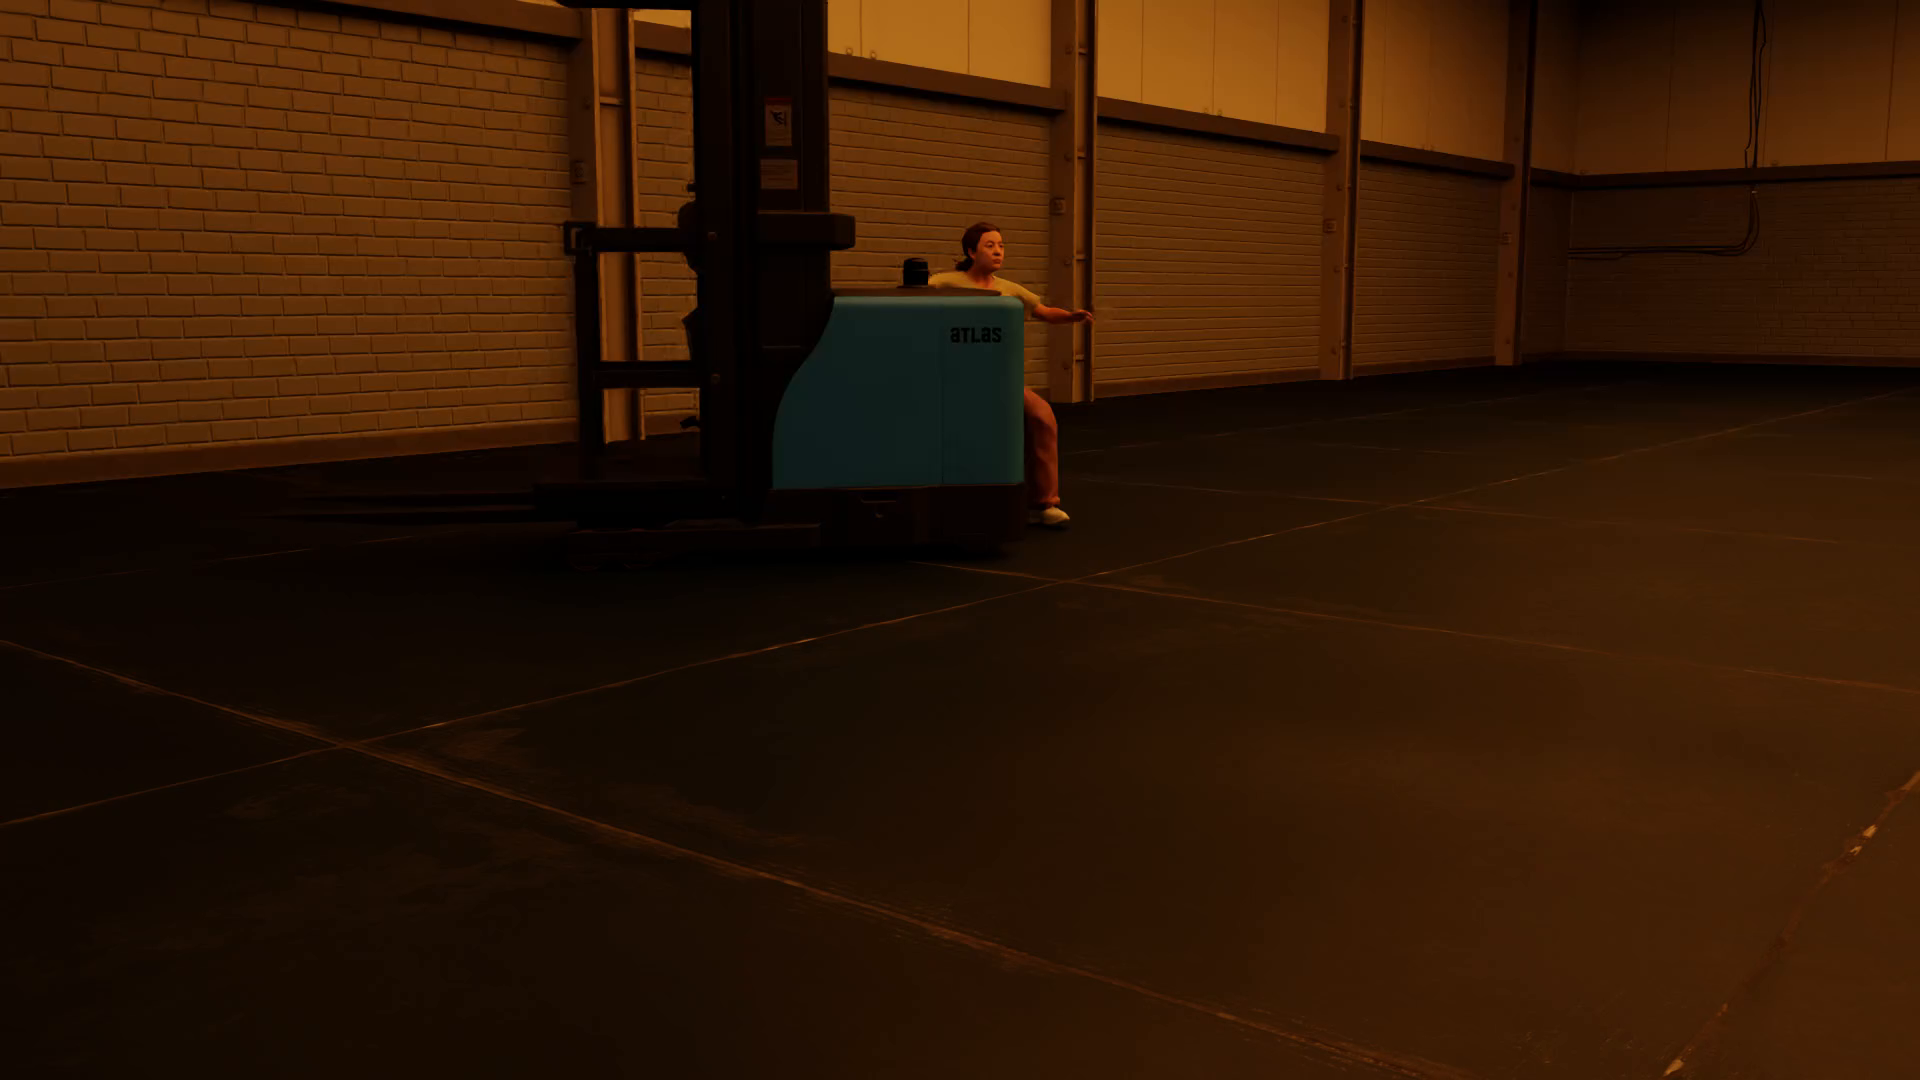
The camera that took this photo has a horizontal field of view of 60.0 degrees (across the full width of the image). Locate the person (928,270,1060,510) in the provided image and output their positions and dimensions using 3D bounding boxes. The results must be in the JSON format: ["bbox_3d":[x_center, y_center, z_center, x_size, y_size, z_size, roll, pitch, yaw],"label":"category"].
[{"bbox_3d":[0.226,-0.726,8.000,0.648,1.134,0.702,-7,11,-41],"label":"person"}]

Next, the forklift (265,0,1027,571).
[{"bbox_3d":[-1.289,-1.409,6.911,3.031,2.935,1.130,-2,8,-10],"label":"forklift"}]
